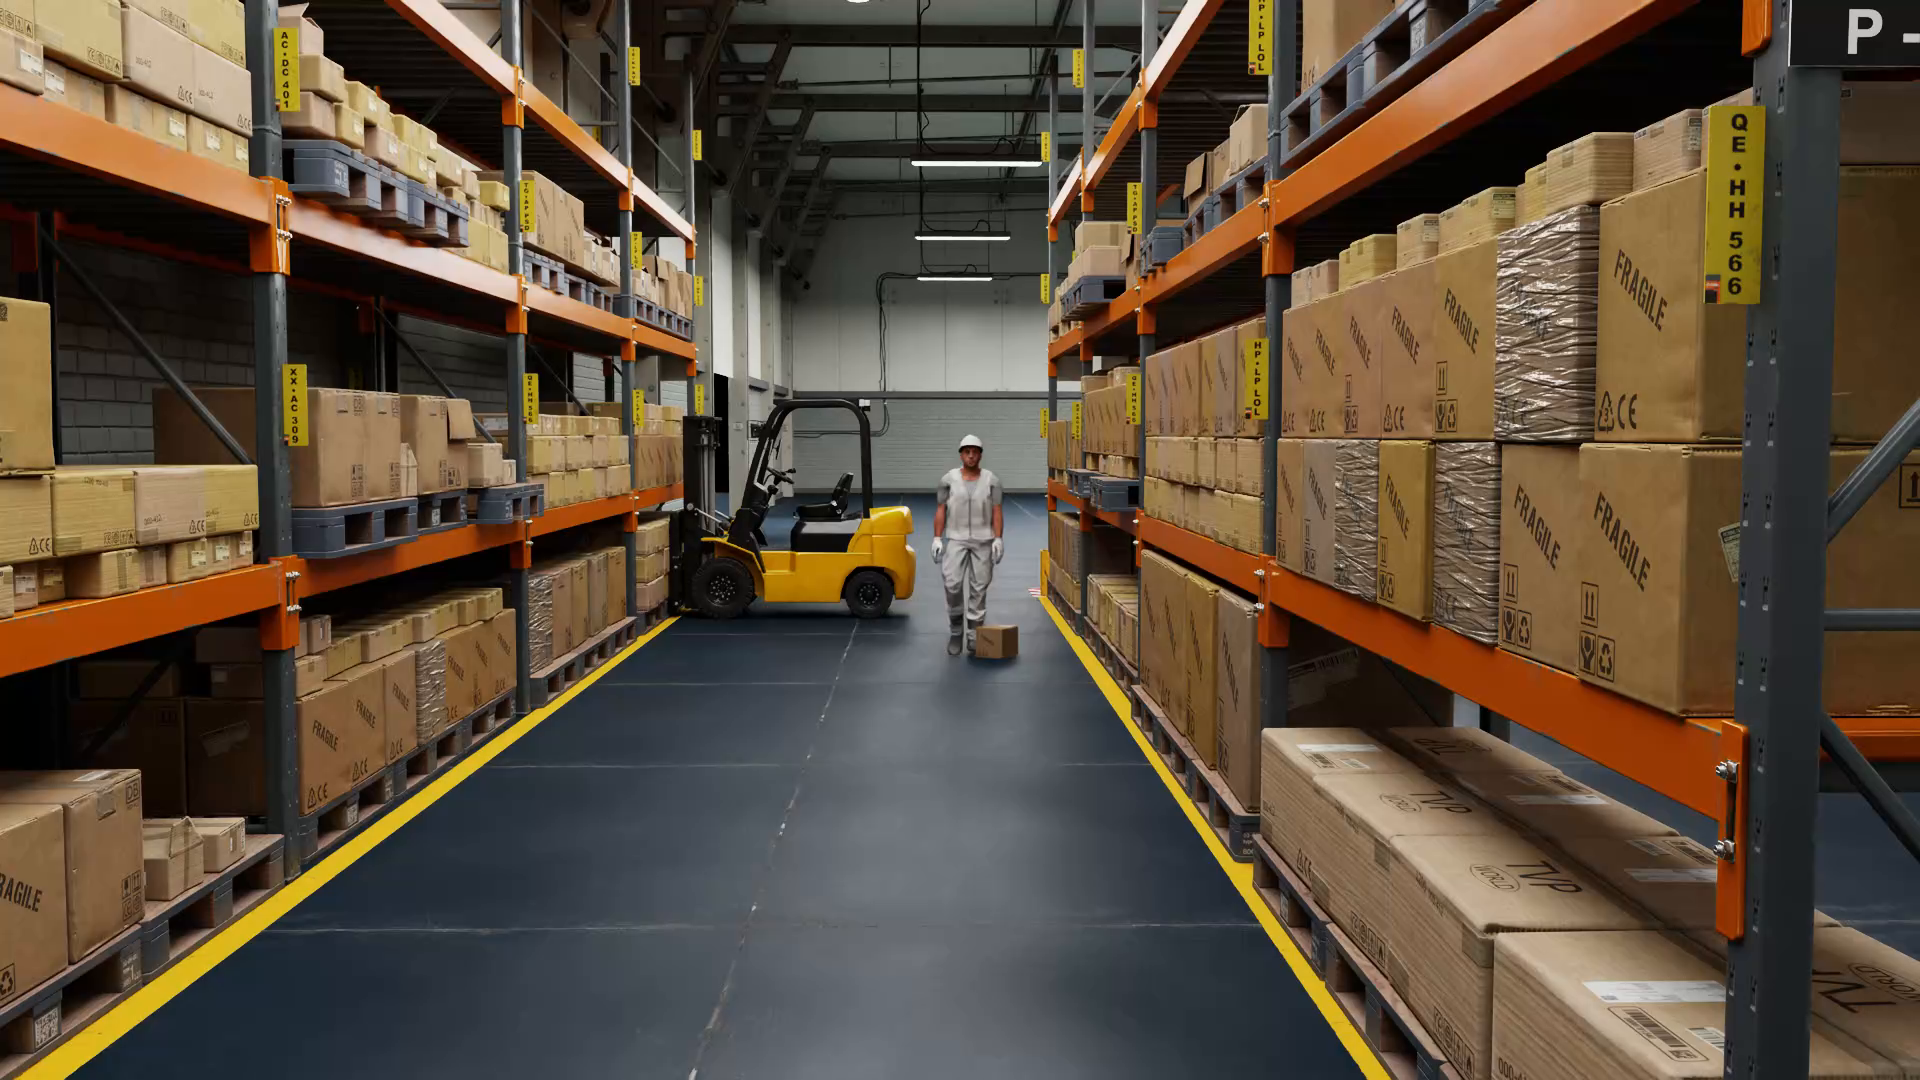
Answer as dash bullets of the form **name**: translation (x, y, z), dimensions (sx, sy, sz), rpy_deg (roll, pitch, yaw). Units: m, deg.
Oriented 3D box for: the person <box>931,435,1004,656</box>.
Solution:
- **person**: translation (0.062, 0.052, 13.621), dimensions (0.593, 1.828, 0.468), rpy_deg (0, 4, -3)
